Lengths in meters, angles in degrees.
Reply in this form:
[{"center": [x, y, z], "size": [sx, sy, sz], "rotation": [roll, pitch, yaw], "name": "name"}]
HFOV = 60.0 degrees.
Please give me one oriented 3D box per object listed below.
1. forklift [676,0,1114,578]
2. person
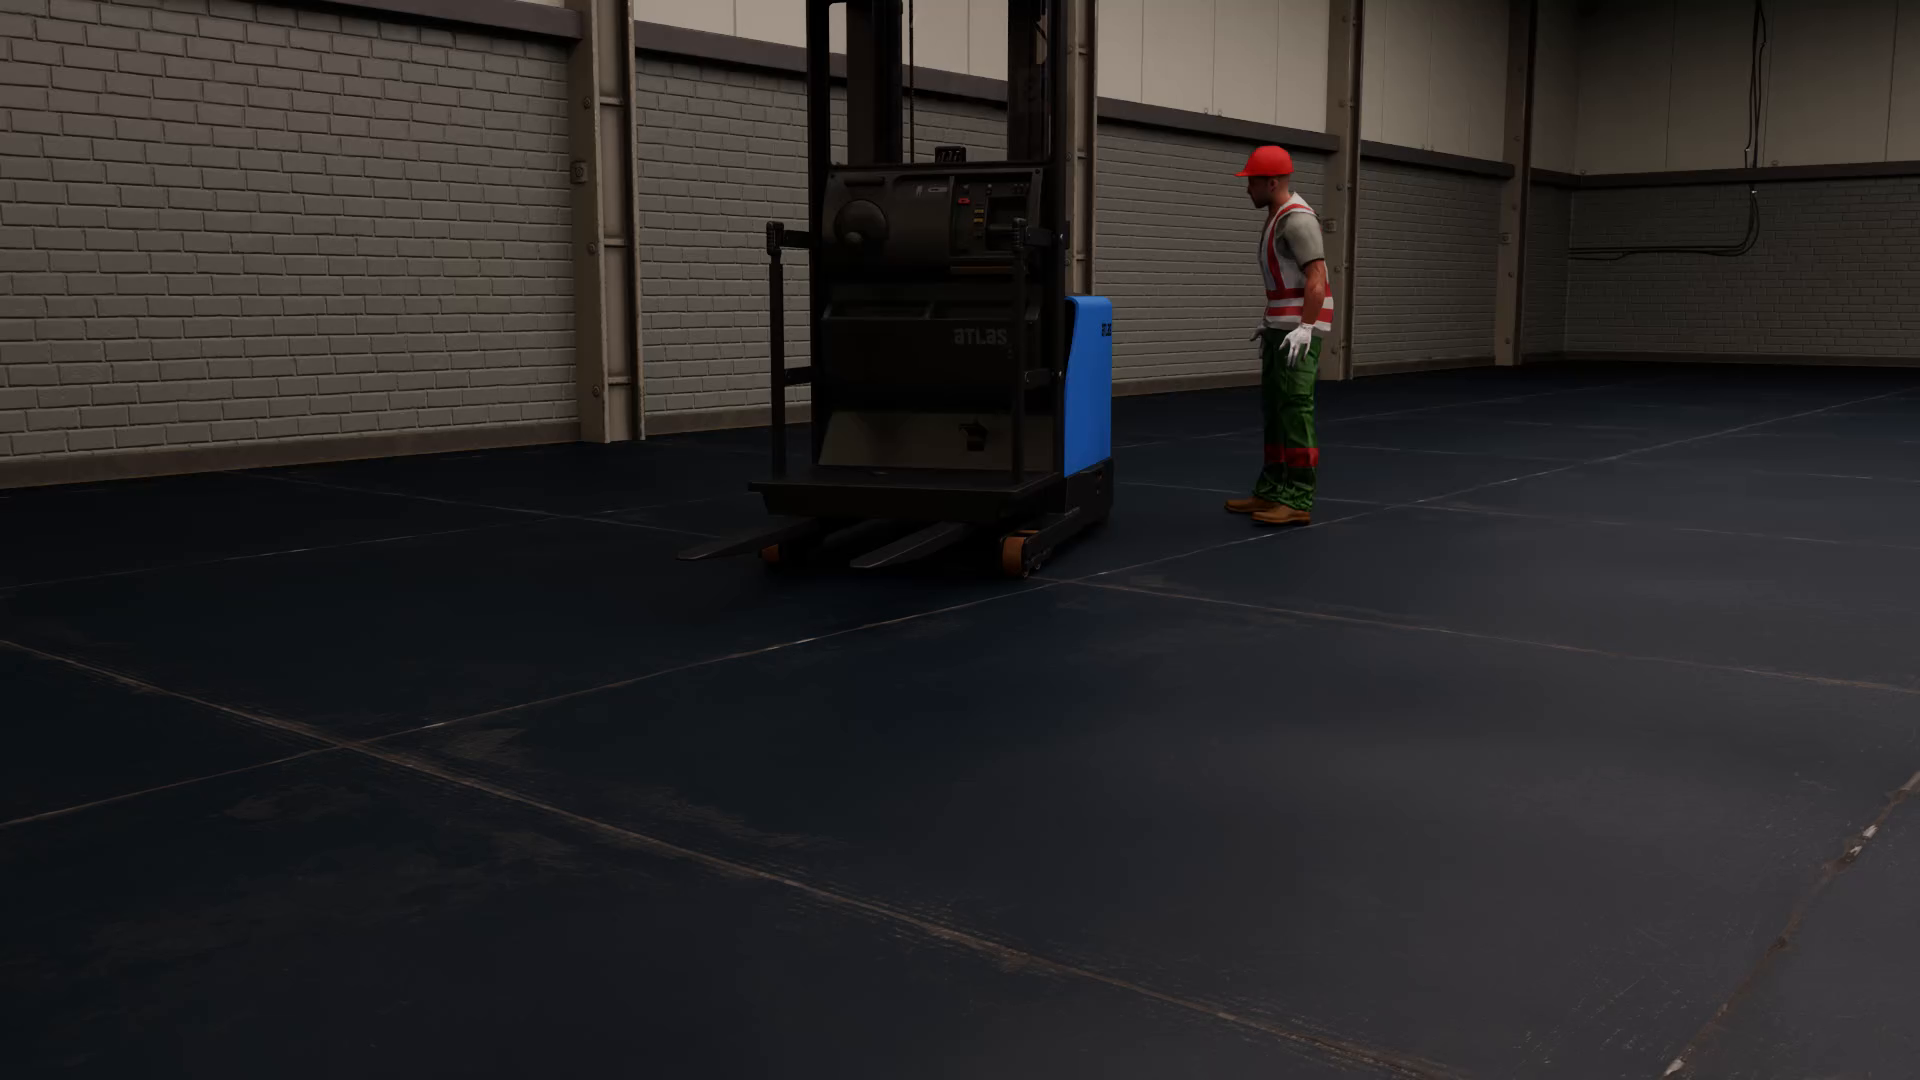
[{"center": [-0.176, -1.366, 6.616], "size": [1.130, 2.935, 3.031], "rotation": [3, 9, 17], "name": "forklift"}, {"center": [1.544, -0.988, 8.022], "size": [0.477, 1.779, 0.690], "rotation": [0, 8, 0], "name": "person"}]
